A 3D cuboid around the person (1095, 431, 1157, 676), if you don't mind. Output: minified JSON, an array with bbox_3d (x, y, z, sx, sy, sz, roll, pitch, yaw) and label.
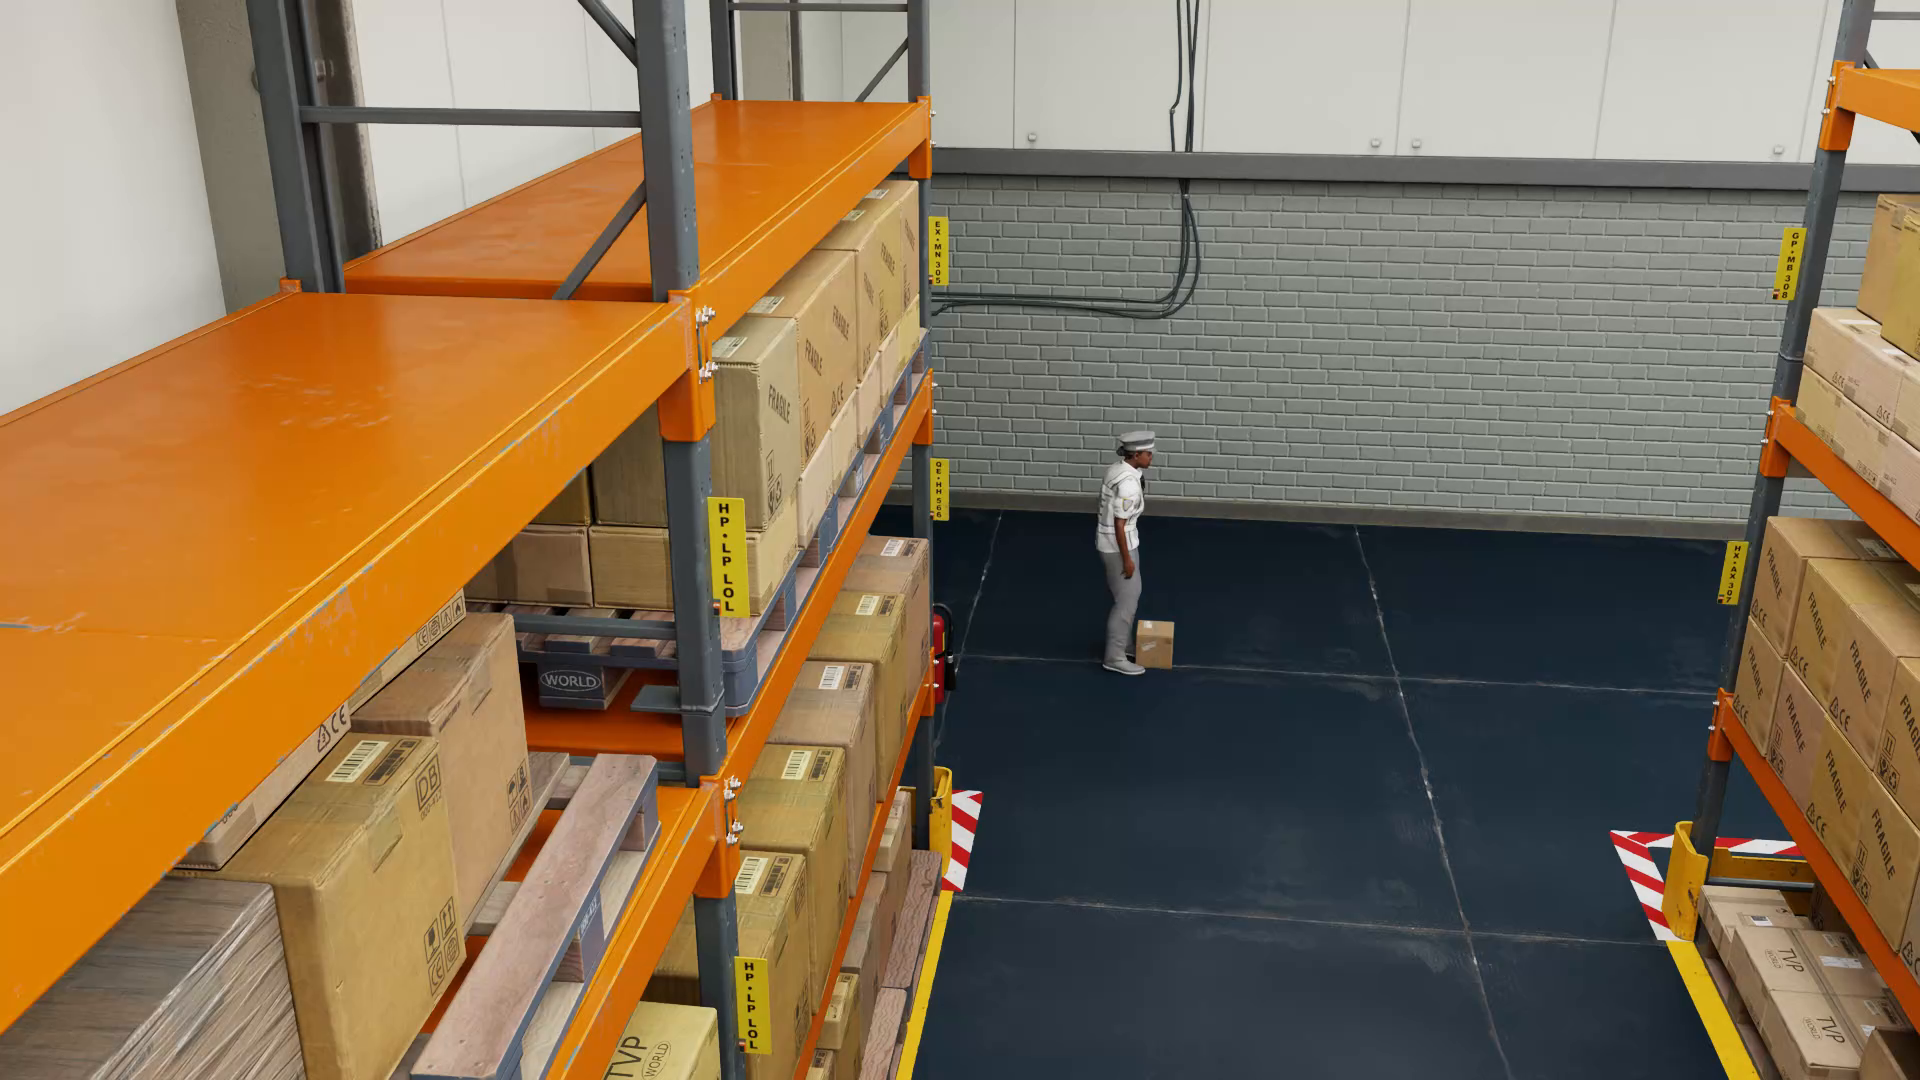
[{"bbox_3d":[1.133,0.066,11.312,0.427,1.658,0.522,1,21,3],"label":"person"}]
